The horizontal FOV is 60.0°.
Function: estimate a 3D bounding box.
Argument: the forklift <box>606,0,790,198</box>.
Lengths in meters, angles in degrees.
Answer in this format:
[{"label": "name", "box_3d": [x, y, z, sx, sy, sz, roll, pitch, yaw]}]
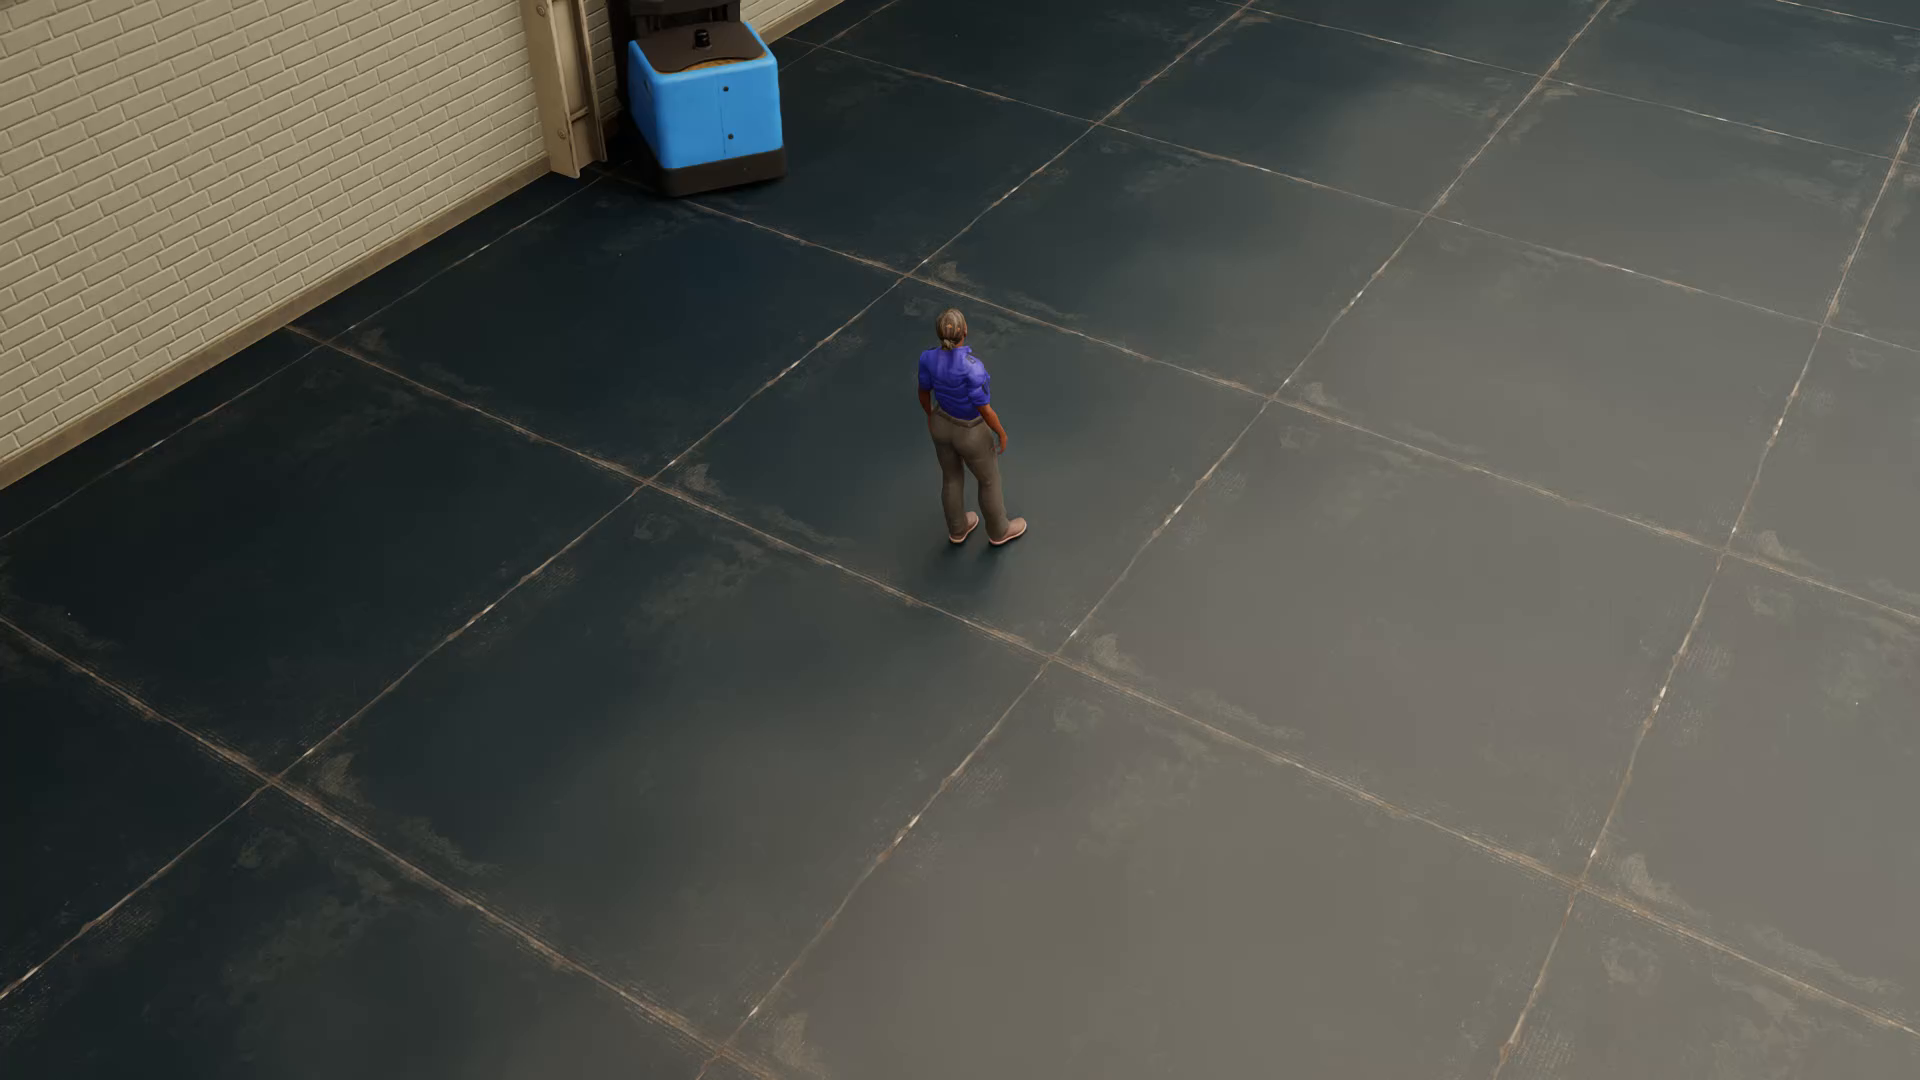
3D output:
[{"label": "forklift", "box_3d": [-2.465, -4.820, 13.655, 1.130, 2.935, 3.031, -16, 43, -18]}]

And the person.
[{"label": "person", "box_3d": [0.064, -0.677, 9.743, 0.569, 1.654, 0.504, 22, 45, 24]}]
